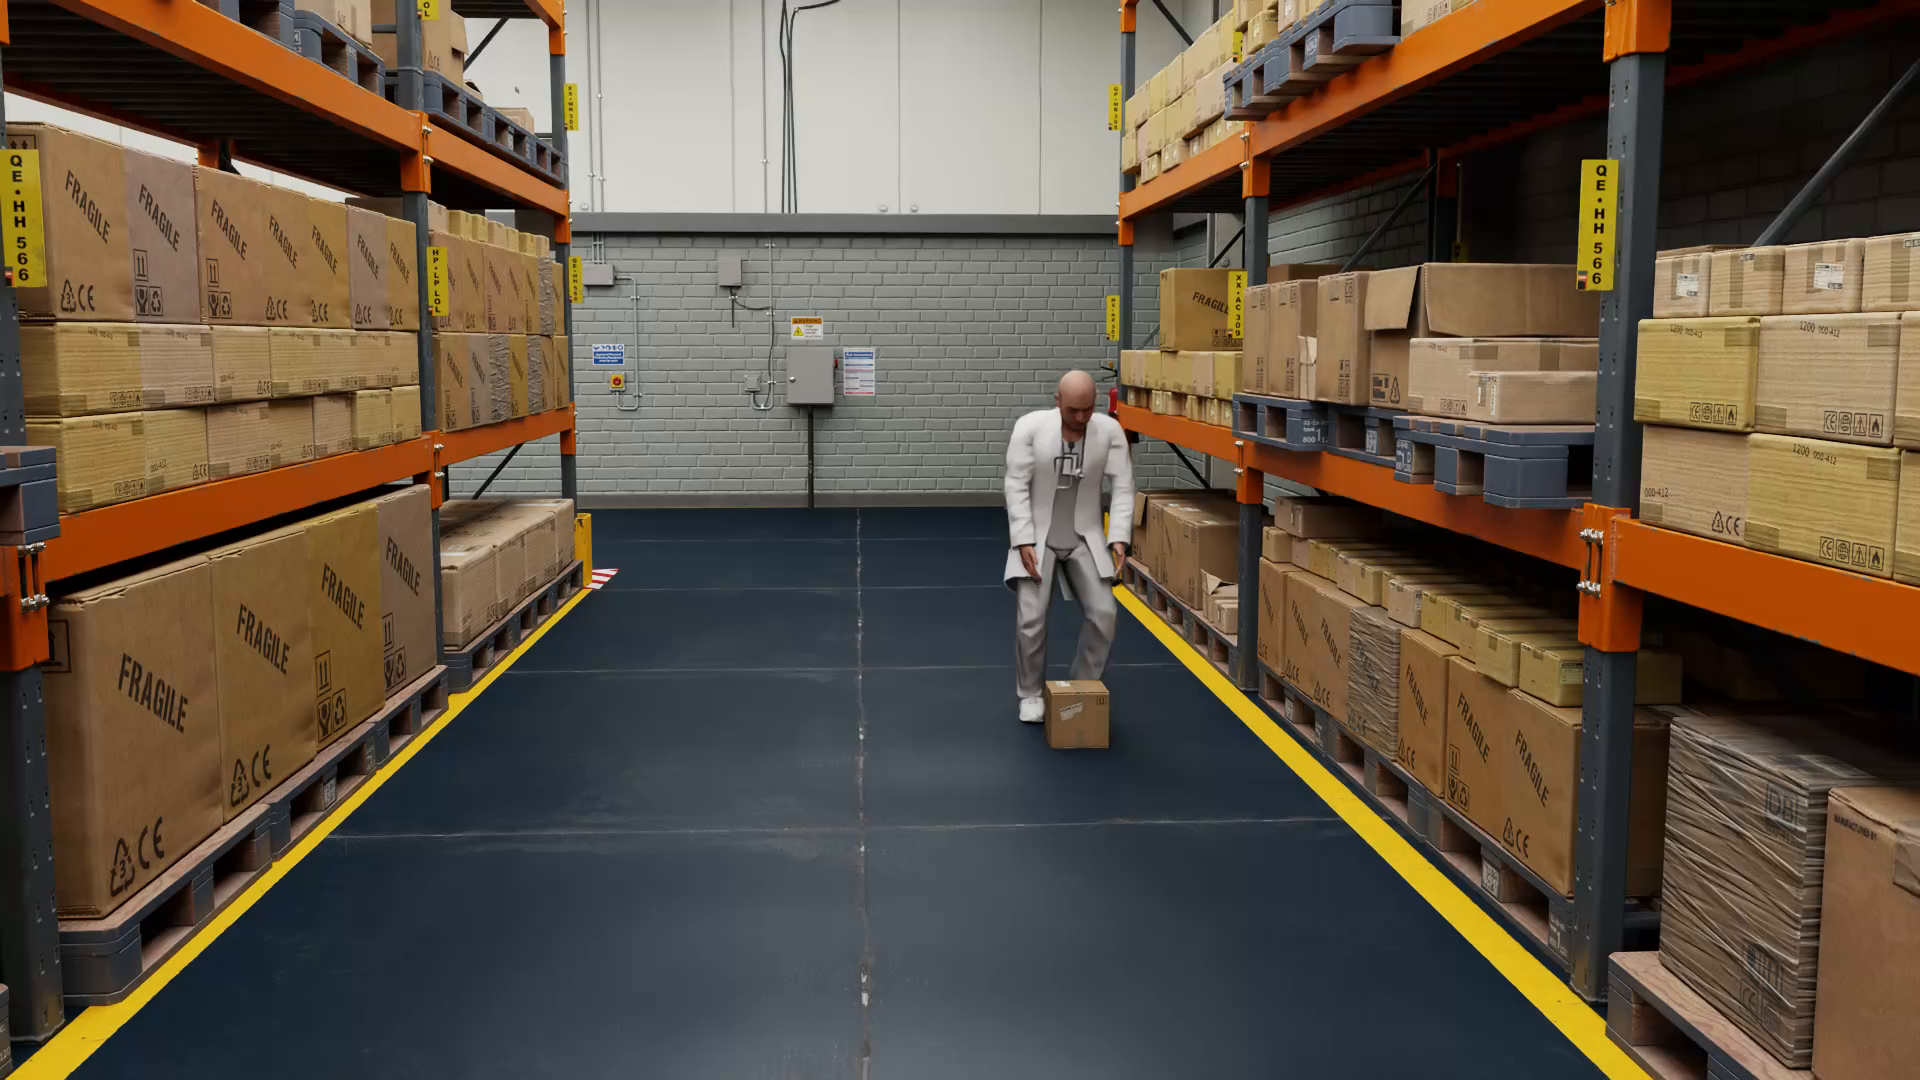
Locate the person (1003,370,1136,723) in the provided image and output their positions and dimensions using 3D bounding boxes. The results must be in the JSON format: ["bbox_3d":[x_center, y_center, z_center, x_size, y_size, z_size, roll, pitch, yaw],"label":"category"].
[{"bbox_3d":[0.506,0.025,7.746,0.617,1.634,0.543,0,7,-4],"label":"person"}]
